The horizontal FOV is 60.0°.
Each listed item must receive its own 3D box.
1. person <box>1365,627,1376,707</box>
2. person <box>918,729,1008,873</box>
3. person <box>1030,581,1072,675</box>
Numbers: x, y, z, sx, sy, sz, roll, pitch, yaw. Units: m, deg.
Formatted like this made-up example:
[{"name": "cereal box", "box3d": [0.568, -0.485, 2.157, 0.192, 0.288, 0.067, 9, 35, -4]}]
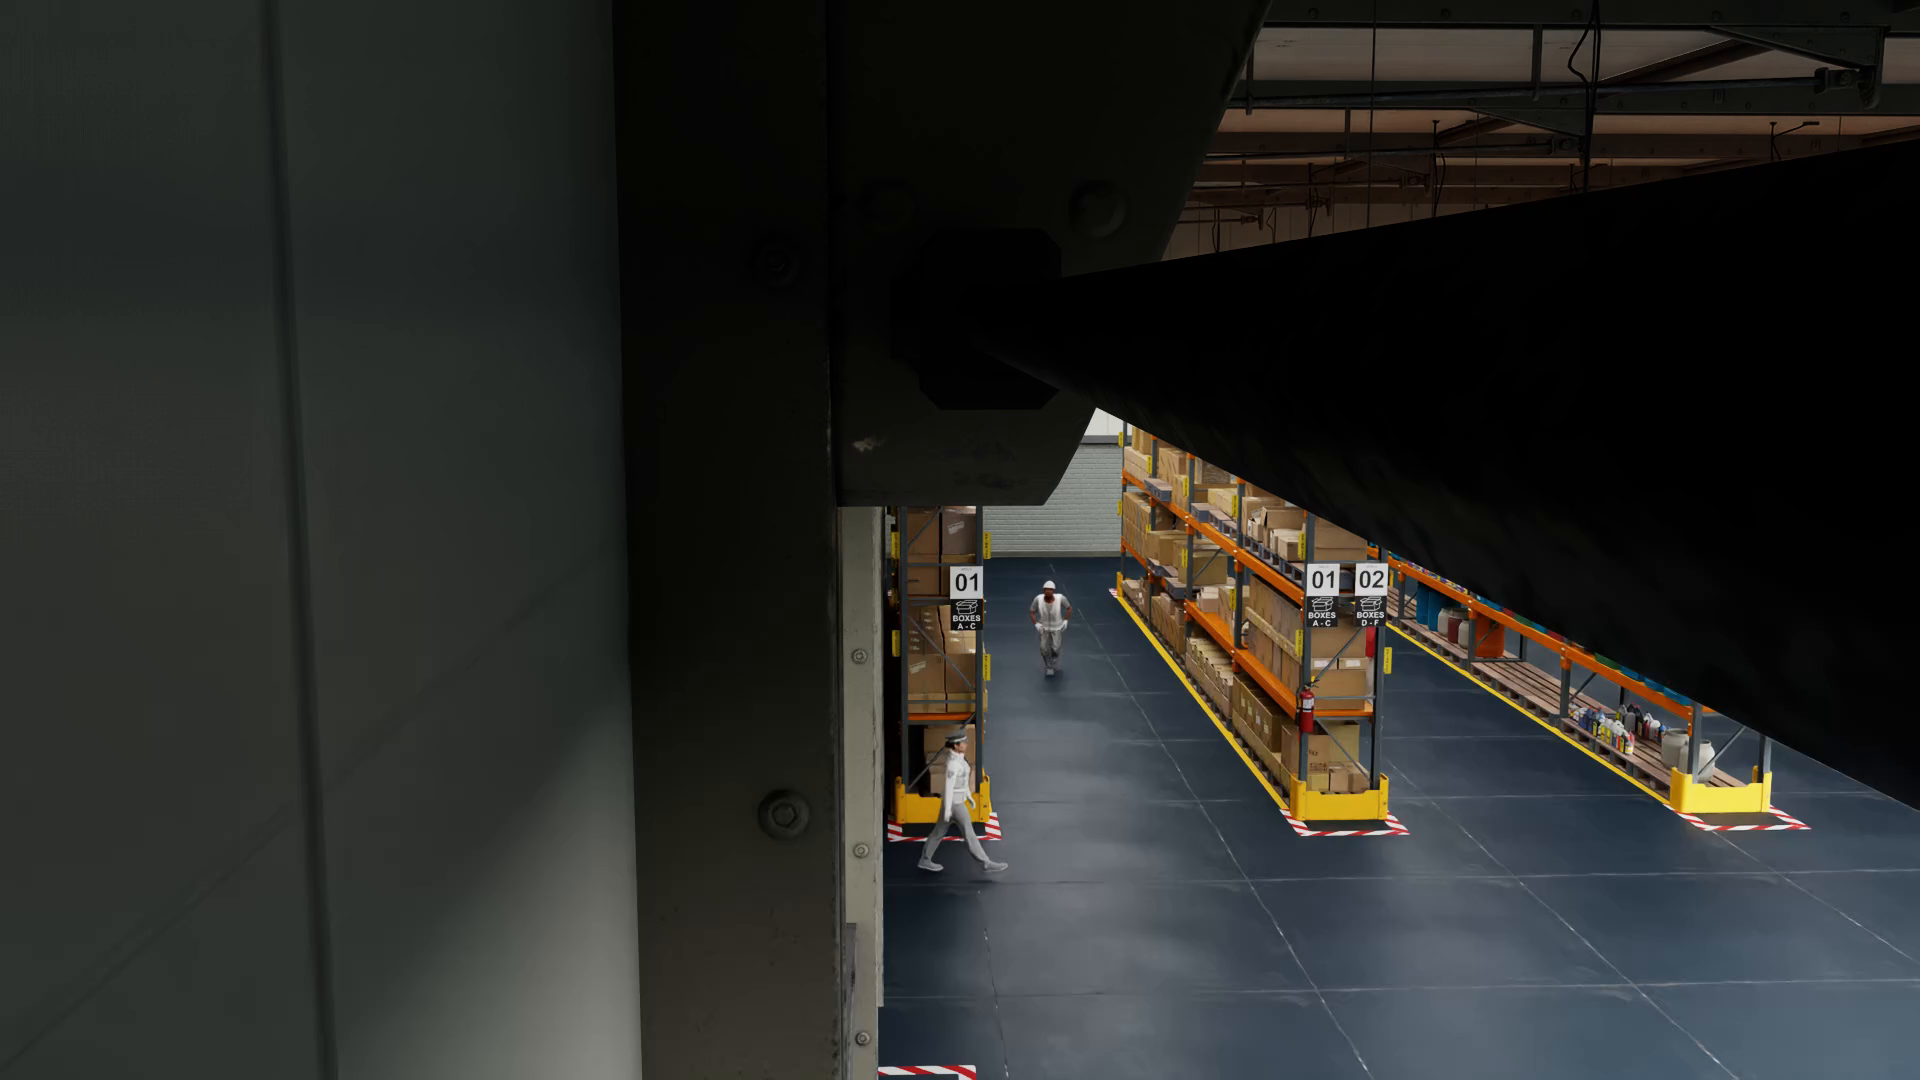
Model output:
[{"name": "person", "box3d": [6.189, 1.899, 25.563, 0.630, 1.656, 1.077, 0, 8, 1]}, {"name": "person", "box3d": [0.030, 2.907, 18.557, 0.974, 1.622, 0.523, -1, 8, -5]}, {"name": "person", "box3d": [1.551, 1.508, 28.475, 0.715, 1.684, 0.639, 1, 8, 8]}]
